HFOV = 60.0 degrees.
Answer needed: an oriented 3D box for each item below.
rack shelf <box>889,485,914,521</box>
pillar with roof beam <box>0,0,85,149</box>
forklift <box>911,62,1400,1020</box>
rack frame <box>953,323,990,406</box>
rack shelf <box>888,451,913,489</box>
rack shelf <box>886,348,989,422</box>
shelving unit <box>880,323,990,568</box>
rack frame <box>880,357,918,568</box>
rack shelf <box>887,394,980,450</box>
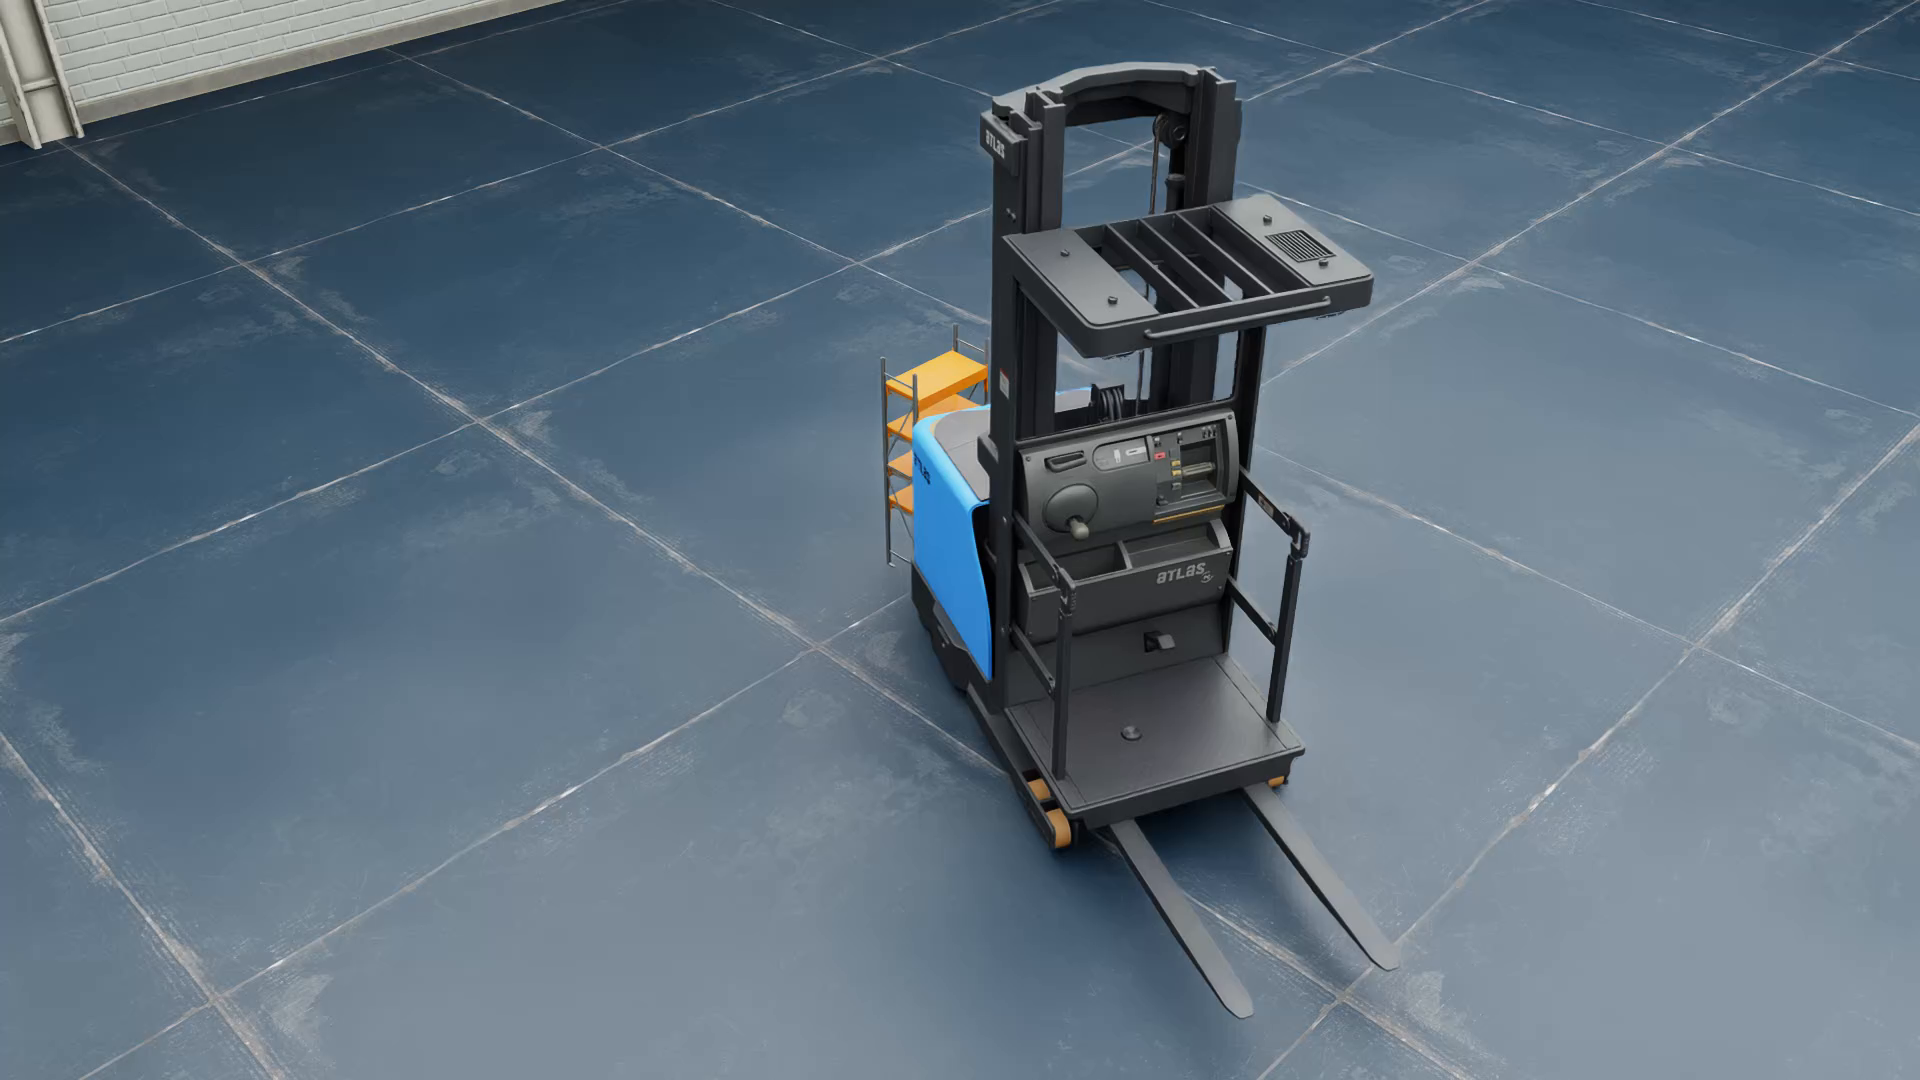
[{"bbox_3d":[-0.117,-0.207,8.453,0.258,0.148,0.480,30,45,35],"label":"rack shelf"},{"bbox_3d":[-4.249,-5.193,8.321,9.100,9.000,0.400,30,45,35],"label":"pillar with roof beam"},{"bbox_3d":[0.764,-0.193,6.455,1.130,2.935,3.031,-12,37,-17],"label":"forklift"},{"bbox_3d":[0.055,-0.524,8.443,0.240,1.200,0.015,30,45,35],"label":"rack frame"},{"bbox_3d":[-0.117,-0.370,8.340,0.258,0.148,0.480,30,45,35],"label":"rack shelf"},{"bbox_3d":[-0.117,-0.747,8.076,0.258,0.148,0.480,30,45,35],"label":"rack shelf"},{"bbox_3d":[-0.117,-0.425,8.301,0.258,1.200,0.503,30,45,35],"label":"shelving unit"},{"bbox_3d":[-0.289,-0.326,8.159,0.240,1.200,0.015,30,45,35],"label":"rack frame"},{"bbox_3d":[-0.117,-0.553,8.212,0.258,0.148,0.480,30,45,35],"label":"rack shelf"}]
